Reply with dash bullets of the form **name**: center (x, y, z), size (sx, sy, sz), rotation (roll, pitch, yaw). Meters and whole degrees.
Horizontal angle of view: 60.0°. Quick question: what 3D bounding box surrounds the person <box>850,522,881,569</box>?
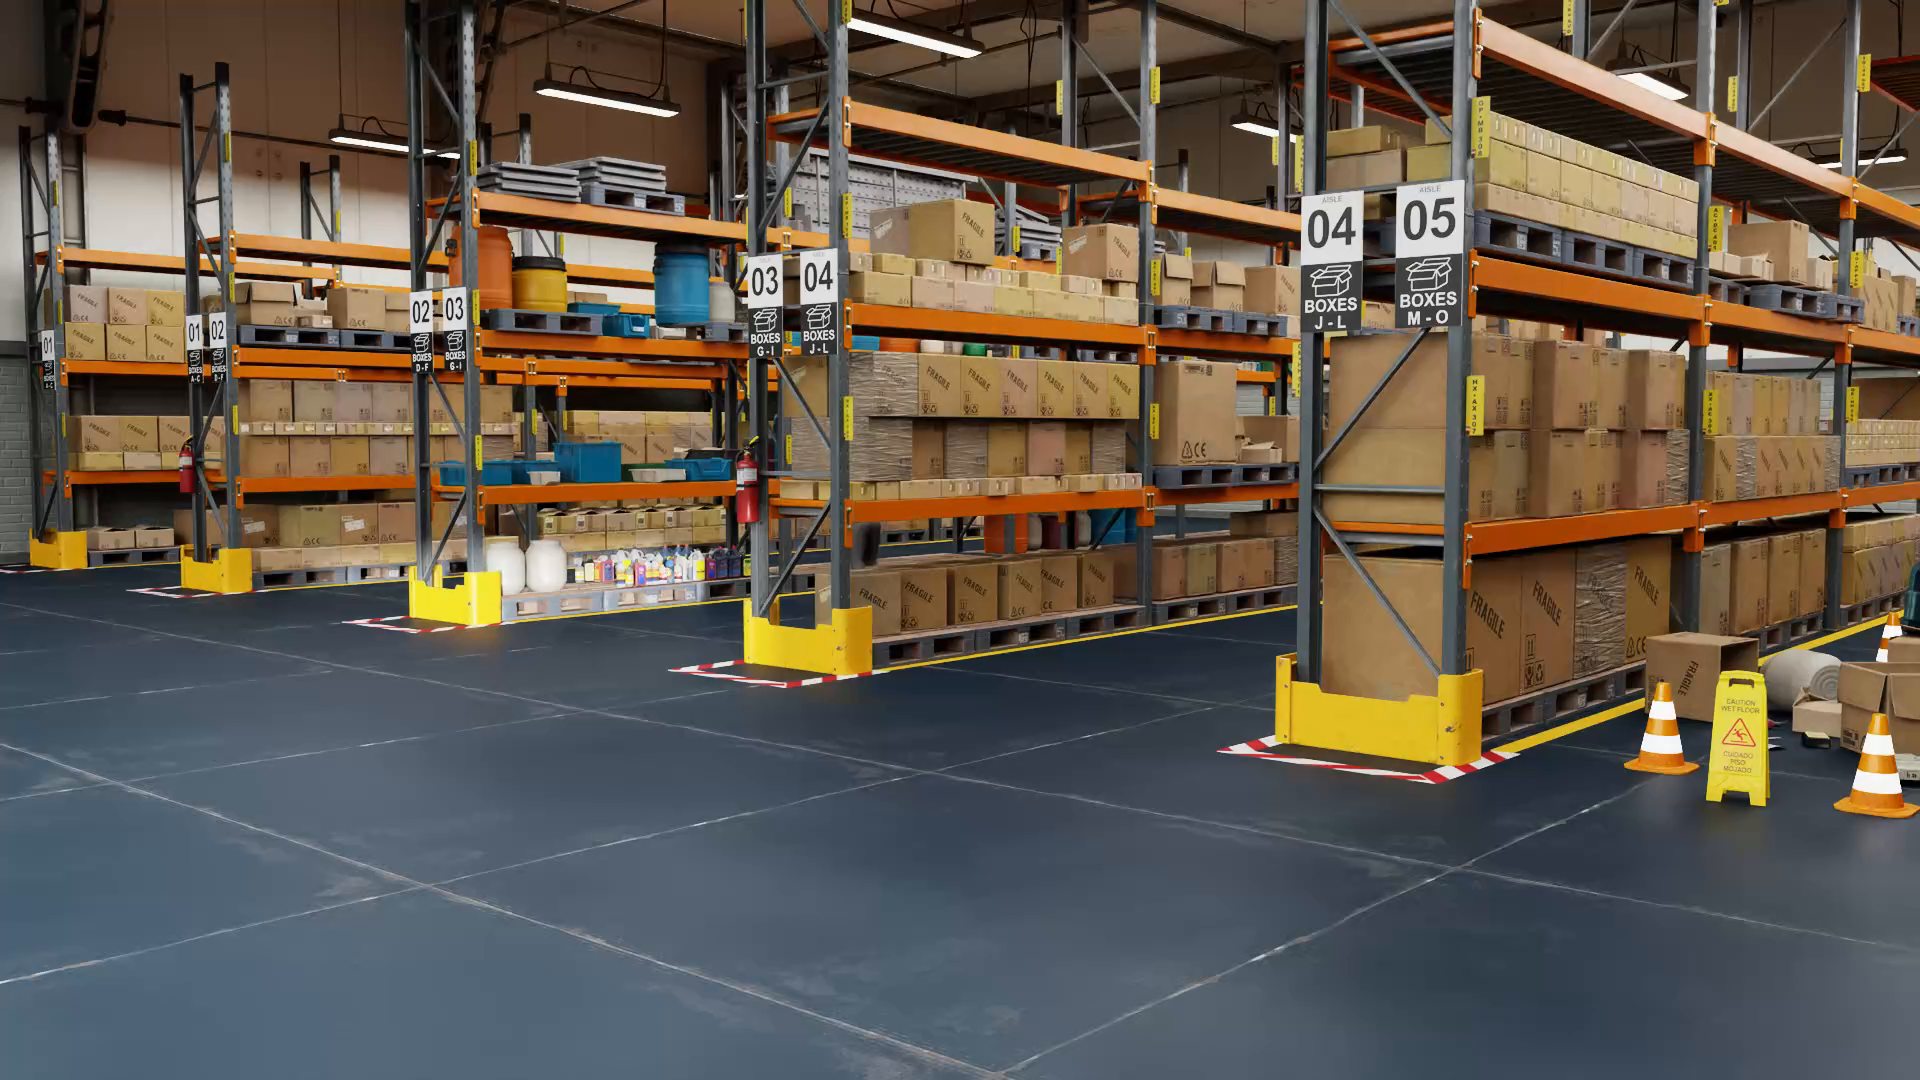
- **person**: center (-1.024, -0.112, 17.526), size (0.328, 1.684, 0.437), rotation (3, 5, 42)
